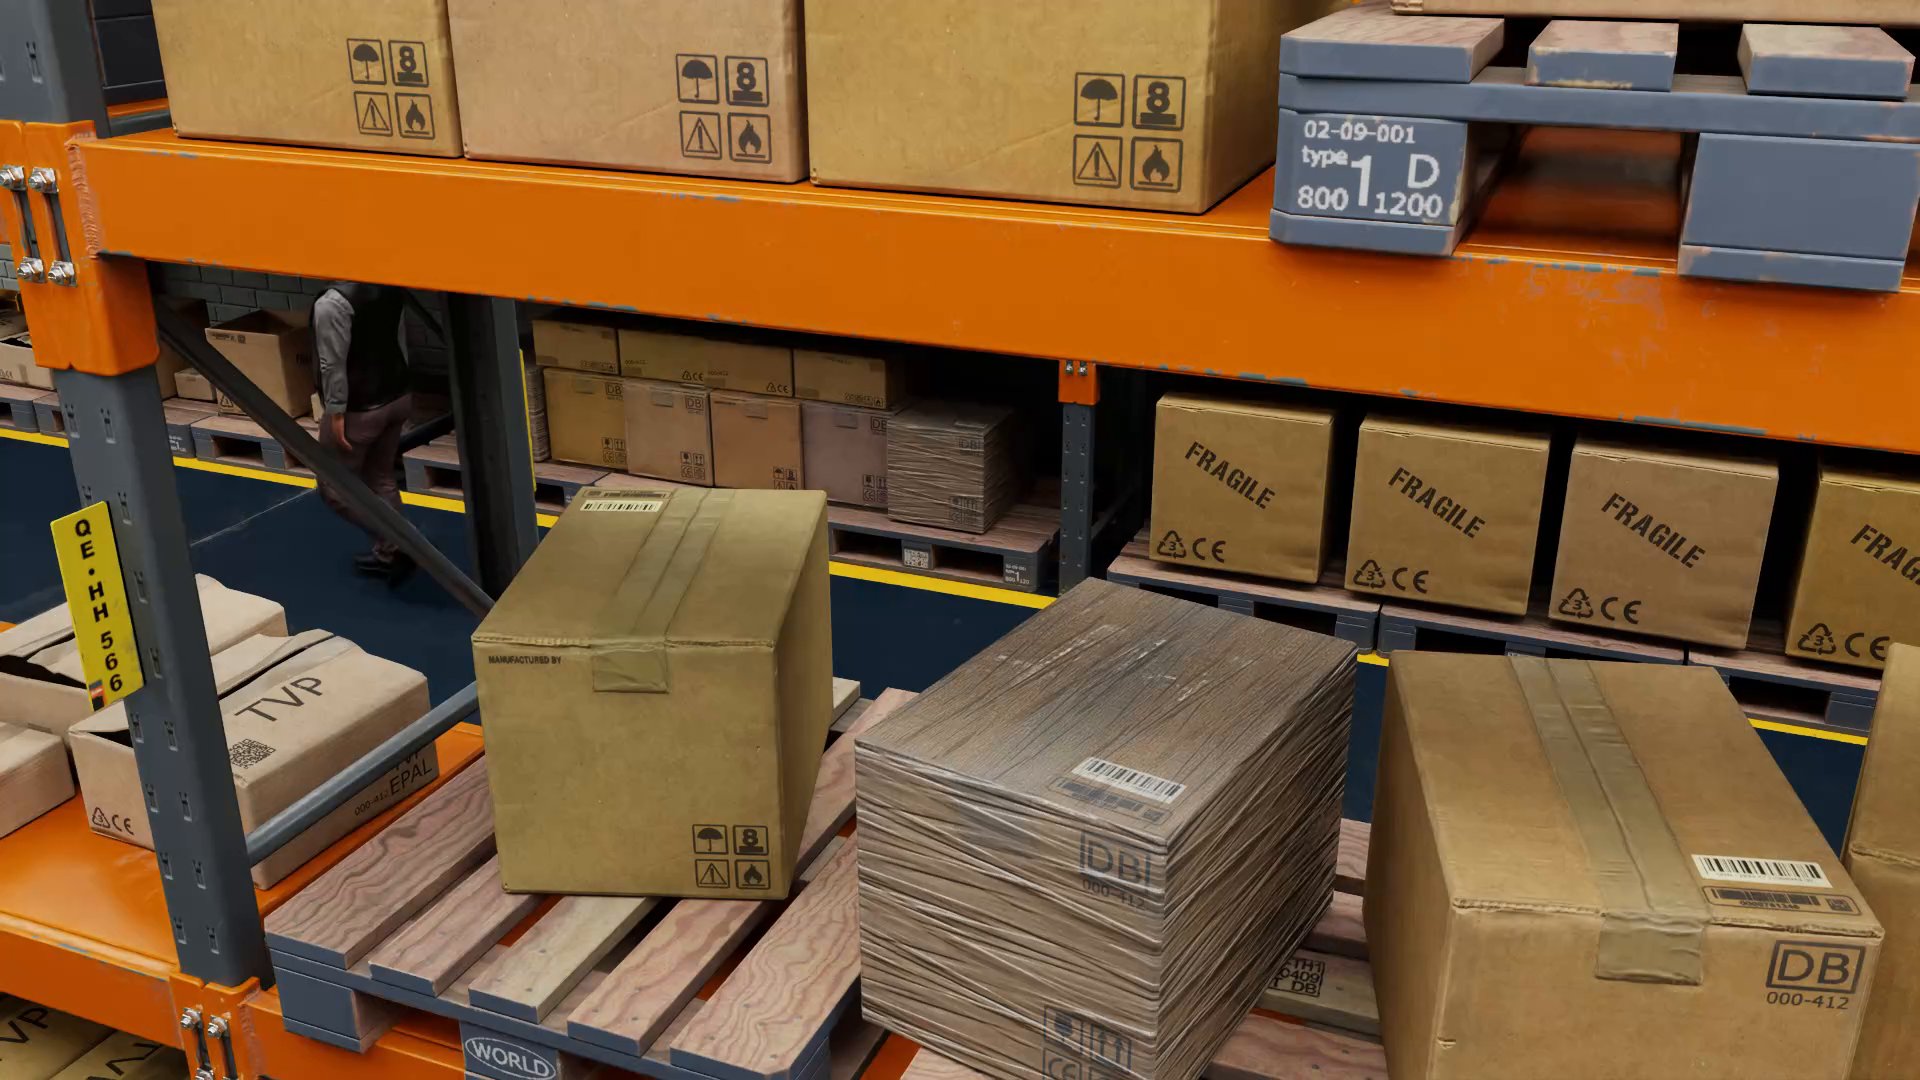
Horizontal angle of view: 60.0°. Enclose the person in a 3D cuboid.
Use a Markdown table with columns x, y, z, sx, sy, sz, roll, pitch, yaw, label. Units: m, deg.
| x | y | z | sx | sy | sz | roll | pitch | yaw | label |
| --- | --- | --- | --- | --- | --- | --- | --- | --- | --- |
| -2.667 | -0.537 | 7.584 | 0.477 | 1.456 | 0.538 | 9 | 24 | 20 | person |
